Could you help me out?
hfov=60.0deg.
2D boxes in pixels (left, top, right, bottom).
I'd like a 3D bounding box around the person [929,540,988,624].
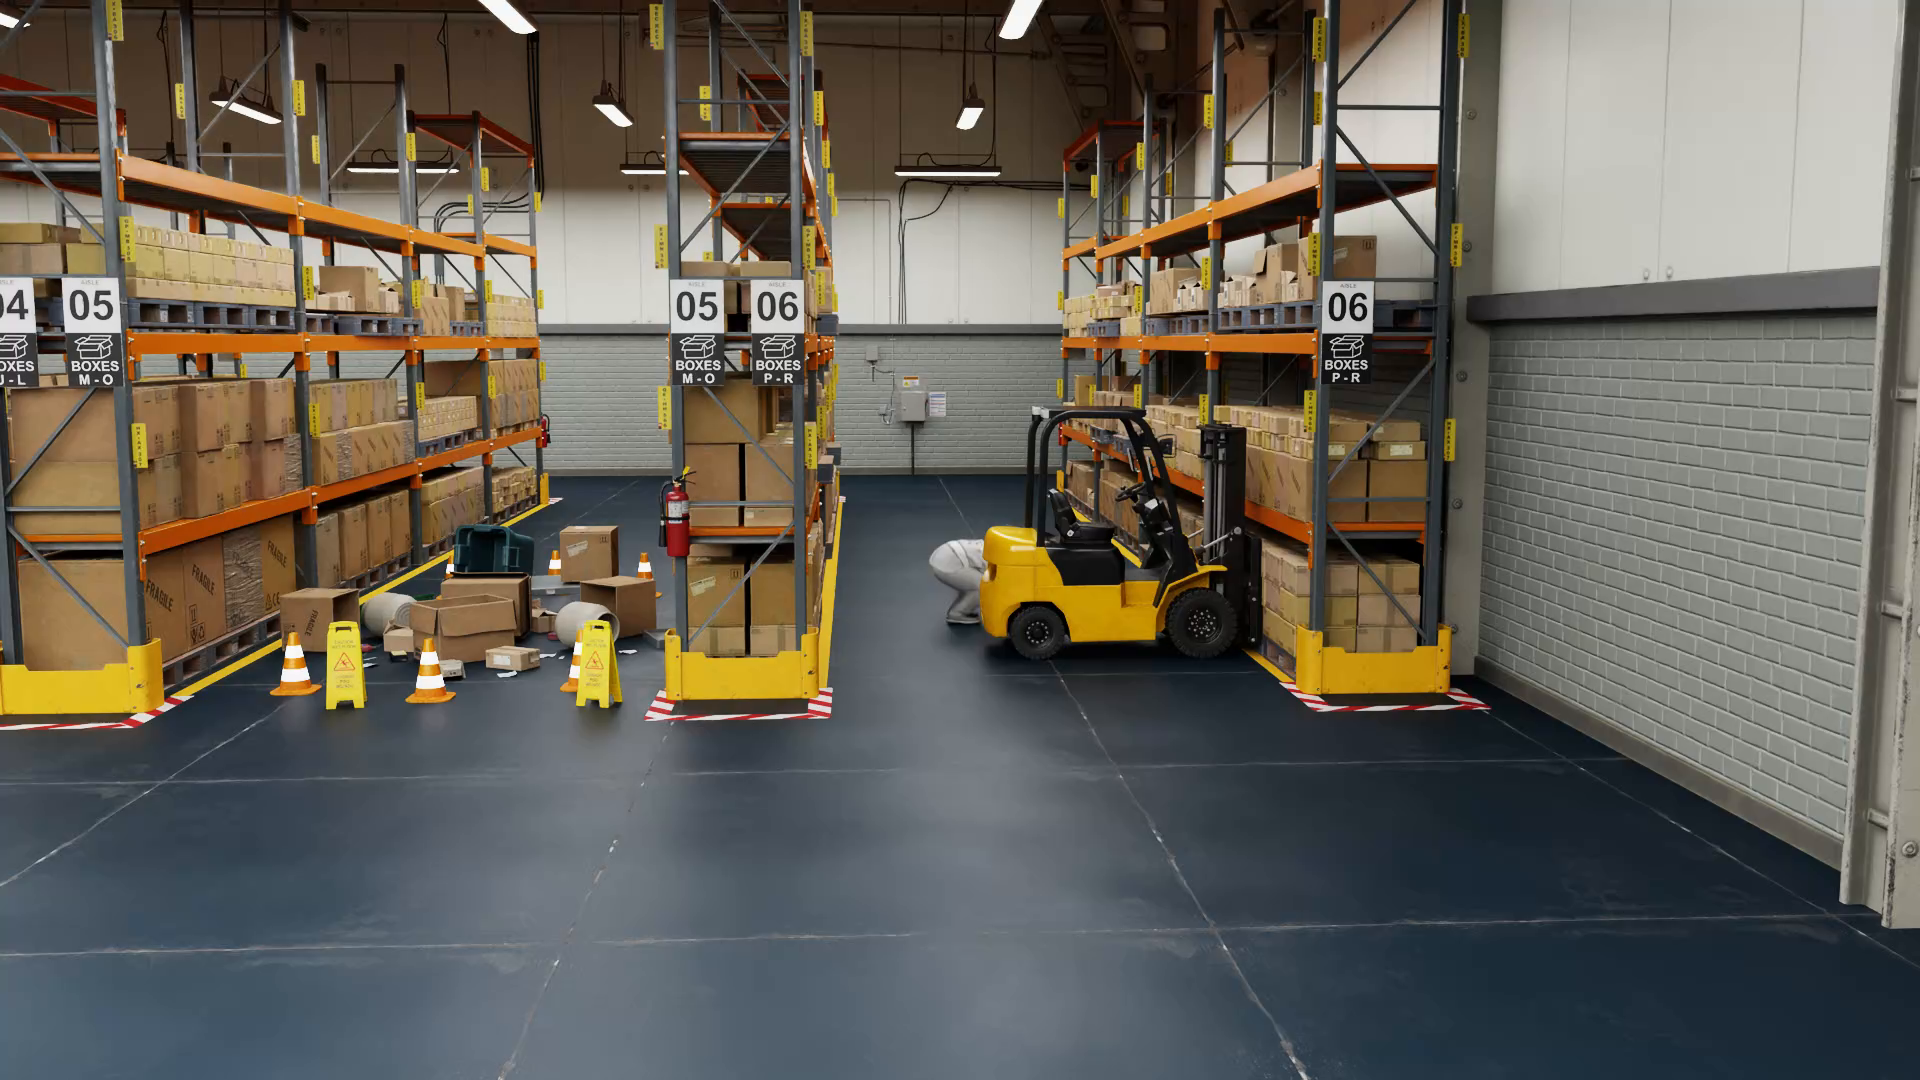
[{"bbox_3d":[0.208,0.409,16.357,1.026,0.828,0.551,-1,7,-5],"label":"person"}]
